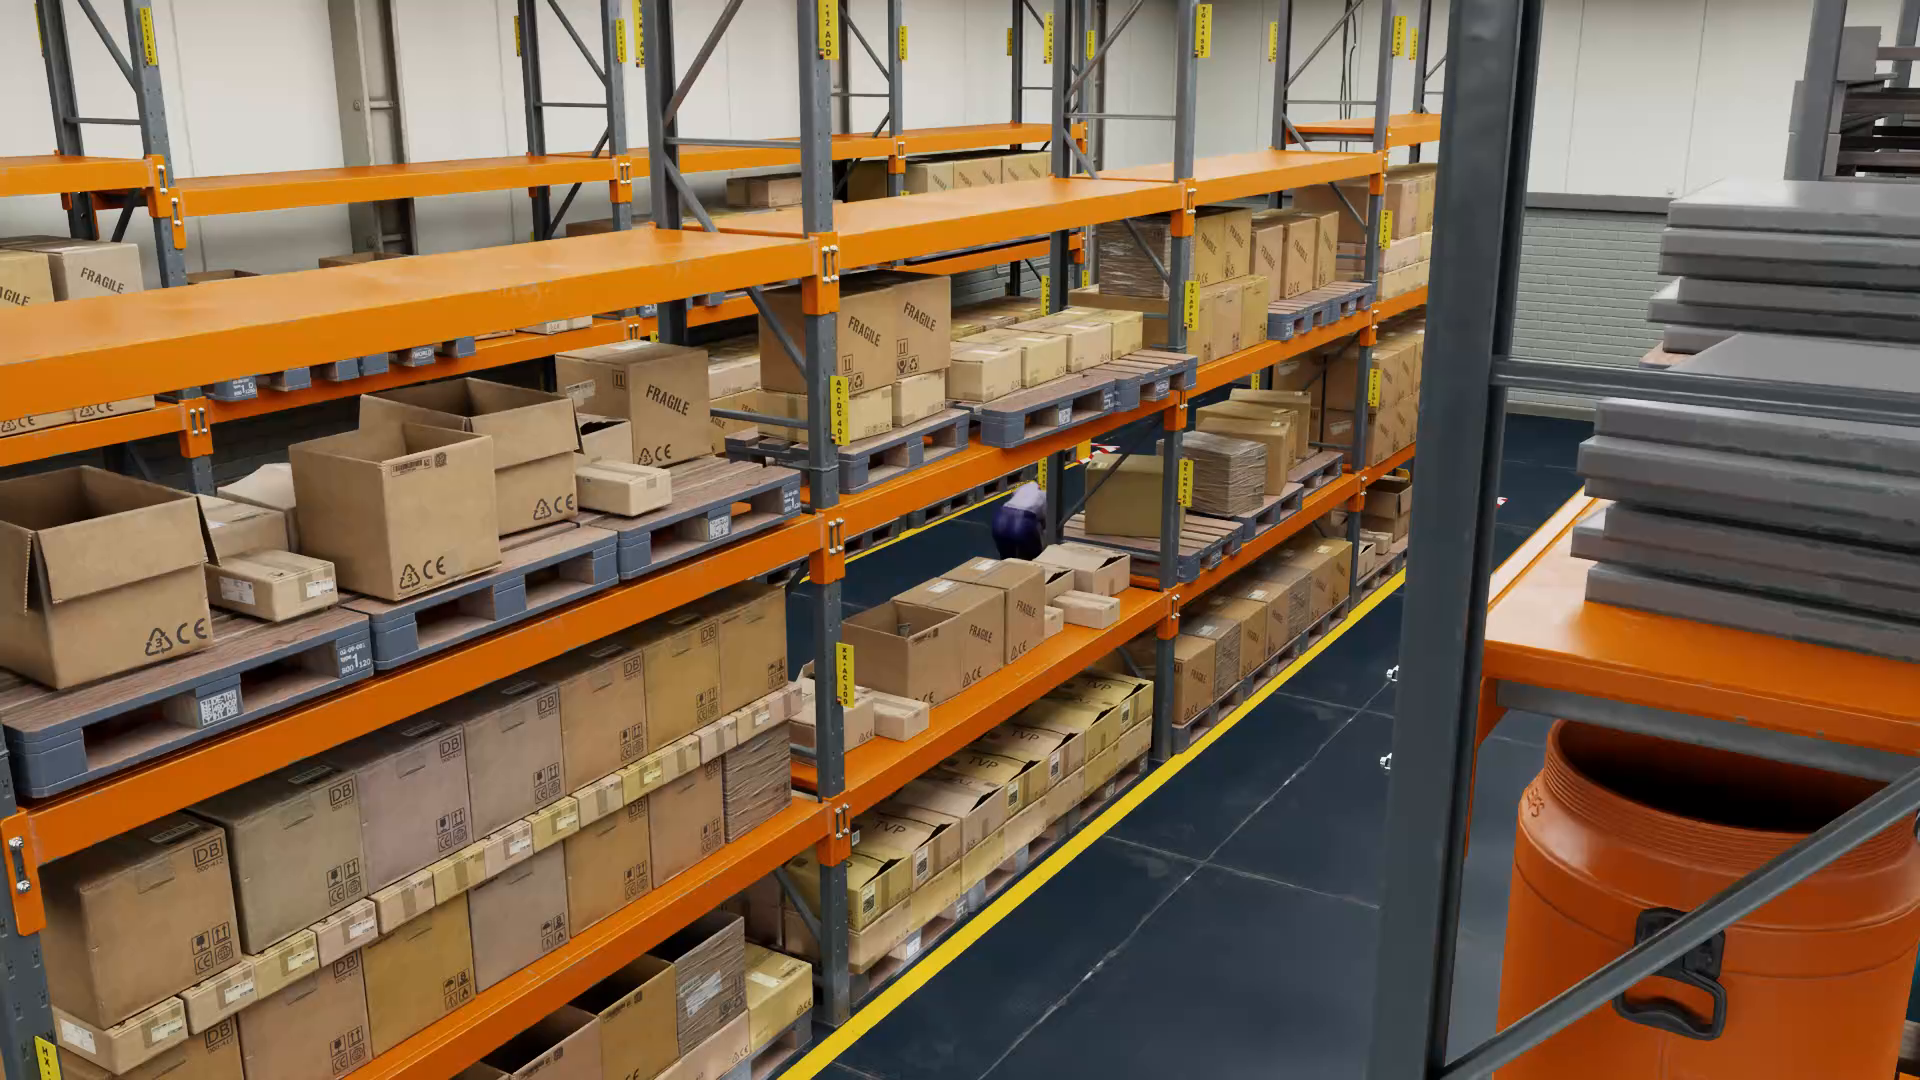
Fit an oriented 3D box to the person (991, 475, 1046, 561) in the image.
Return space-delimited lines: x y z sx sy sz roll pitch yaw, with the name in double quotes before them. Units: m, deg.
"person" 0.627 0.029 15.276 0.451 1.199 0.874 9 19 29
